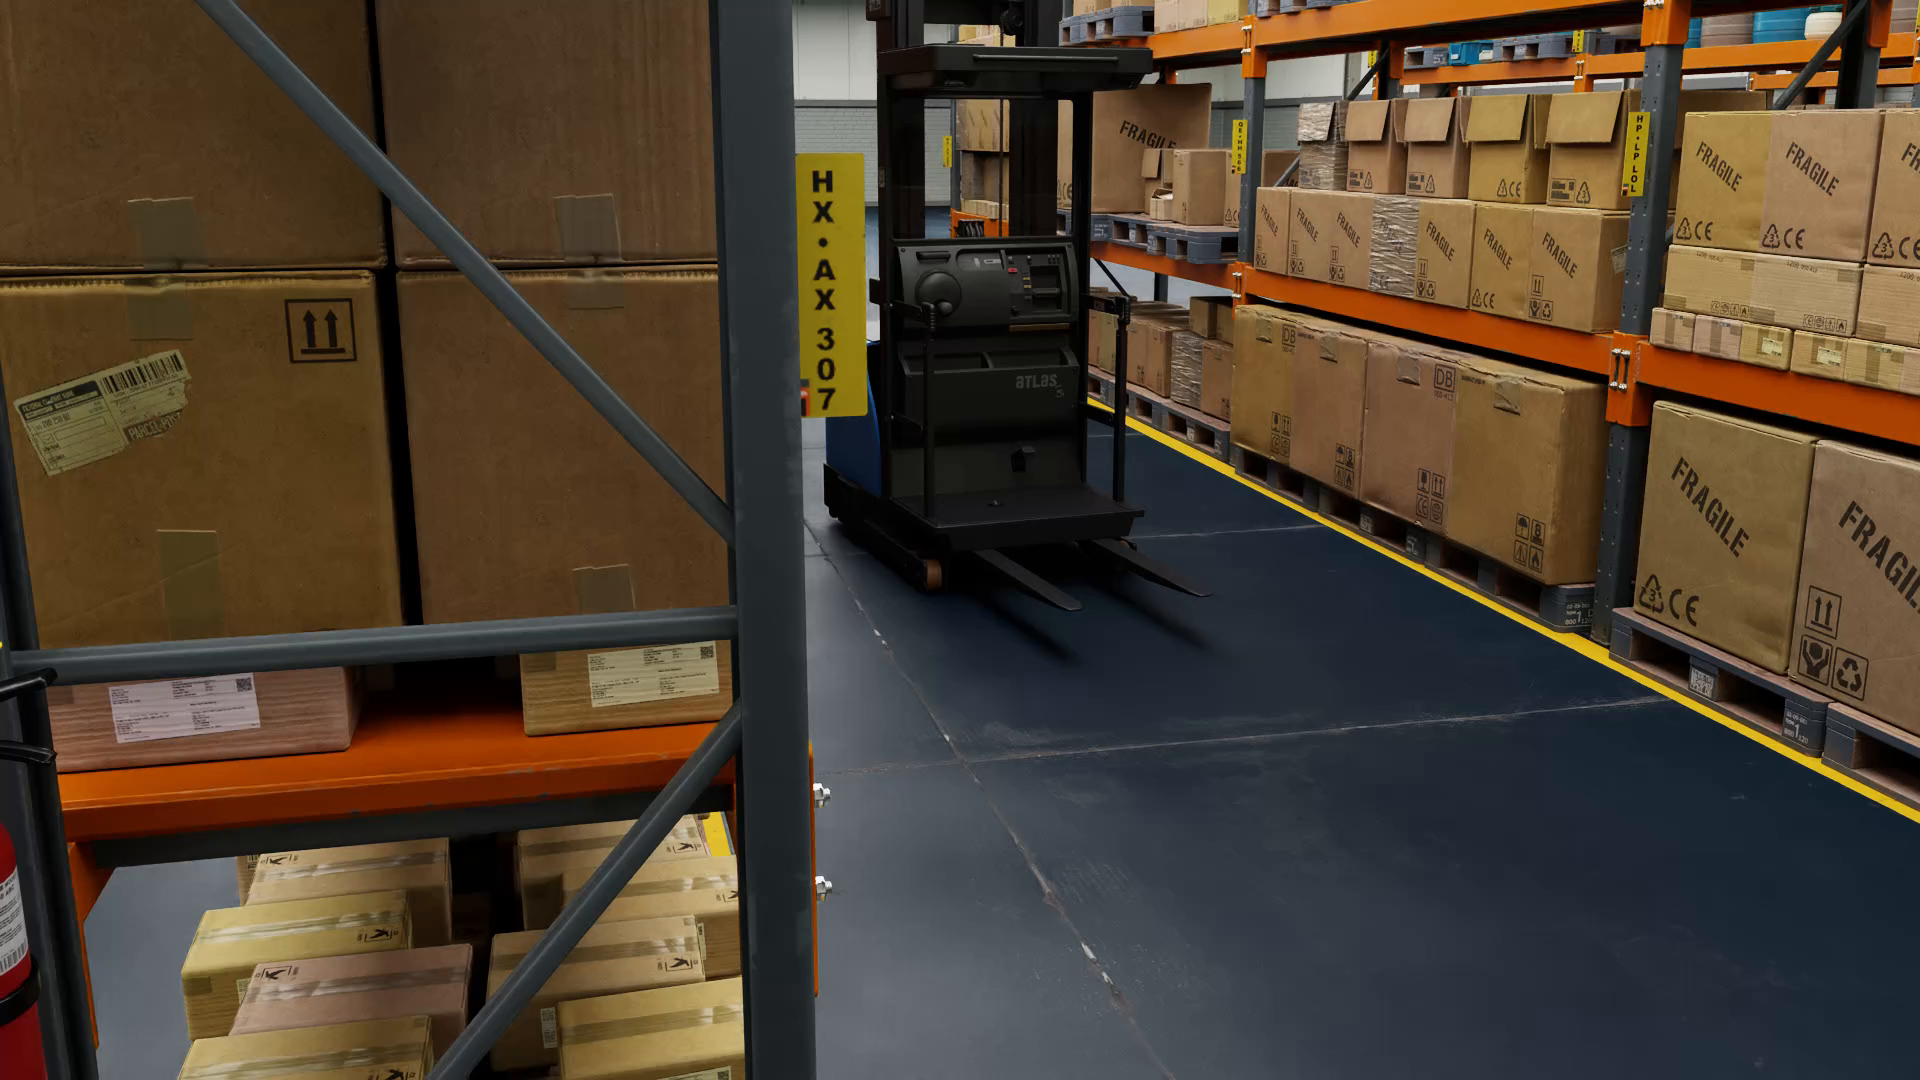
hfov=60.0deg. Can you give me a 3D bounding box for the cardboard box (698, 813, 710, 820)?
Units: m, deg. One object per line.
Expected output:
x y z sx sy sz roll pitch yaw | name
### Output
-0.815 0.586 4.078 0.380 0.149 0.250 -3 14 -12 | cardboard box

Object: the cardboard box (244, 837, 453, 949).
-1.252 0.743 3.434 0.380 0.149 0.250 -4 14 -15 | cardboard box

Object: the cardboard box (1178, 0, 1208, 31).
1.792 -3.556 11.160 0.500 0.250 0.500 -3 14 -13 | cardboard box

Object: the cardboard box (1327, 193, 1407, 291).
2.369 -1.647 9.137 0.500 0.500 0.500 -4 14 -14 | cardboard box

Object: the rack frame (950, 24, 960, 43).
0.393 -6.722 17.482 1.000 3.000 0.127 -3 14 -13 | rack frame

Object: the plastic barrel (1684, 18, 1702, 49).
6.477 -4.757 14.700 0.600 0.901 0.708 -3 14 -13 | plastic barrel

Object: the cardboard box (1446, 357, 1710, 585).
3.042 -0.358 7.665 1.225 0.875 0.875 -3 14 -13 | cardboard box

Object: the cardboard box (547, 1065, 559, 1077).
-0.577 0.971 3.127 0.380 0.149 0.250 -3 14 -13 | cardboard box

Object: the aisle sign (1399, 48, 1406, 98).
4.906 -5.347 19.016 0.394 0.787 0.004 -3 14 -13 | aisle sign

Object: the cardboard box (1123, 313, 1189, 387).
1.681 -1.502 13.093 0.700 0.500 0.500 -5 14 -18 | cardboard box

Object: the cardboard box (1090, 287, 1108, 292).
1.136 -2.101 15.589 0.500 0.500 0.500 1 14 5 | cardboard box

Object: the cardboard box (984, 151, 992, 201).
0.730 -3.764 17.176 0.875 0.500 0.500 -3 14 -13 | cardboard box

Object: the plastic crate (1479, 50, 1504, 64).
5.377 -4.838 16.645 0.243 0.136 0.396 -3 14 -13 | plastic crate

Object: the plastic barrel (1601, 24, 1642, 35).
6.237 -4.987 15.579 0.421 0.512 0.421 0 14 0 | plastic barrel

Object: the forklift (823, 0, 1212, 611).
0.222 -1.284 8.008 1.130 2.935 3.031 -5 15 -20 | forklift

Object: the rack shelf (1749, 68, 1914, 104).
10.493 -5.006 18.291 1.077 0.370 4.000 -3 14 -13 | rack shelf

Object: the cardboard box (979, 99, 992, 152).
0.487 -4.114 16.501 0.500 0.500 0.500 -3 14 -13 | cardboard box

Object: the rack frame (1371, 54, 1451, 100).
5.207 -4.084 19.324 1.000 3.000 0.127 -3 14 -13 | rack frame

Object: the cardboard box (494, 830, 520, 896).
-0.934 0.738 4.081 0.380 0.149 0.250 -3 14 -10 | cardboard box

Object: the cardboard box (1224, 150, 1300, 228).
2.106 -2.337 11.079 0.500 0.500 0.500 -5 15 -20 | cardboard box

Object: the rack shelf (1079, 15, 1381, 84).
1.802 -3.532 12.257 1.077 0.370 4.000 -3 14 -13 | rack shelf

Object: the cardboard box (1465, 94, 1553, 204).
2.903 -1.881 7.983 0.797 0.503 0.637 -3 14 -13 | cardboard box

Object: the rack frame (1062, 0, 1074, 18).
1.332 -5.800 13.705 1.000 3.000 0.127 -3 14 -13 | rack frame

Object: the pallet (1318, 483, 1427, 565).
2.667 -0.141 9.059 1.003 0.211 1.213 -3 14 -13 | pallet

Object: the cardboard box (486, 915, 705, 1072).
-0.669 0.831 3.072 0.380 0.149 0.250 -3 14 -12 | cardboard box

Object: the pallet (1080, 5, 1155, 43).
1.620 -3.864 12.497 1.213 0.211 1.003 -3 14 -13 | pallet

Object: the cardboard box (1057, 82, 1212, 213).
1.383 -3.190 13.513 1.000 1.000 1.000 -3 14 -13 | cardboard box

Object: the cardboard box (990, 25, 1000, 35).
0.505 -5.008 16.259 0.380 0.149 0.250 -4 14 -16 | cardboard box

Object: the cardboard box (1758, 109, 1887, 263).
3.183 -1.237 5.779 0.500 0.500 0.500 -3 14 -13 | cardboard box

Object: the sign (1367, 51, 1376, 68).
4.672 -5.516 18.845 0.100 0.325 0.005 -3 14 -13 | sign

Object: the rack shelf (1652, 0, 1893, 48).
3.681 -1.686 4.703 1.077 0.370 4.000 -3 14 -13 | rack shelf

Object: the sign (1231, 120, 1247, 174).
1.747 -2.454 10.379 0.100 0.325 0.005 -3 14 -13 | sign

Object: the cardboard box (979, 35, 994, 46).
0.495 -4.834 16.387 0.500 0.250 0.500 -3 14 -13 | cardboard box

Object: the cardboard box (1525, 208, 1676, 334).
2.836 -1.181 7.230 0.500 0.500 0.500 -3 14 -13 | cardboard box

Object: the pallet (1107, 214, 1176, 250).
1.767 -2.324 12.522 1.003 0.211 1.213 -3 14 -13 | pallet

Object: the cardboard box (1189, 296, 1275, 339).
1.951 -1.601 11.919 0.500 0.250 0.500 -2 14 -7 | cardboard box

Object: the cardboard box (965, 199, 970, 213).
0.268 -3.548 17.659 0.380 0.149 0.250 -3 14 -13 | cardboard box

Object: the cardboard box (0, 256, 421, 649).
-1.050 -0.146 2.368 0.500 0.500 0.500 -3 14 -12 | cardboard box

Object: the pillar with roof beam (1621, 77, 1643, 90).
8.840 -9.966 30.757 9.100 9.000 0.400 -3 14 -13 | pillar with roof beam

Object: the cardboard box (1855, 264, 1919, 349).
3.306 -0.754 5.383 0.500 0.250 0.500 -3 14 -12 | cardboard box

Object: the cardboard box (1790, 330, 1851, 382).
3.145 -0.649 5.792 0.380 0.149 0.250 -4 14 -15 | cardboard box

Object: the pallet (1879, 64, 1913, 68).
10.454 -5.327 18.277 1.003 0.211 1.213 -3 14 -13 | pallet

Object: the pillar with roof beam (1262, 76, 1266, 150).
4.612 -14.118 47.754 9.100 9.000 0.400 -3 14 -13 | pillar with roof beam

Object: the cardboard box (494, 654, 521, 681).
-0.552 0.109 2.691 0.380 0.149 0.250 -3 14 -11 | cardboard box

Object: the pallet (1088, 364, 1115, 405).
1.517 -1.351 14.013 1.003 0.211 1.213 -3 14 -13 | pallet

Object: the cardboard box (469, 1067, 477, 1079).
-1.158 1.088 3.276 0.380 0.149 0.250 -3 14 -13 | cardboard box

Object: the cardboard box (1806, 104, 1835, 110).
10.262 -4.796 19.295 0.700 0.500 0.500 -4 14 -15 | cardboard box
